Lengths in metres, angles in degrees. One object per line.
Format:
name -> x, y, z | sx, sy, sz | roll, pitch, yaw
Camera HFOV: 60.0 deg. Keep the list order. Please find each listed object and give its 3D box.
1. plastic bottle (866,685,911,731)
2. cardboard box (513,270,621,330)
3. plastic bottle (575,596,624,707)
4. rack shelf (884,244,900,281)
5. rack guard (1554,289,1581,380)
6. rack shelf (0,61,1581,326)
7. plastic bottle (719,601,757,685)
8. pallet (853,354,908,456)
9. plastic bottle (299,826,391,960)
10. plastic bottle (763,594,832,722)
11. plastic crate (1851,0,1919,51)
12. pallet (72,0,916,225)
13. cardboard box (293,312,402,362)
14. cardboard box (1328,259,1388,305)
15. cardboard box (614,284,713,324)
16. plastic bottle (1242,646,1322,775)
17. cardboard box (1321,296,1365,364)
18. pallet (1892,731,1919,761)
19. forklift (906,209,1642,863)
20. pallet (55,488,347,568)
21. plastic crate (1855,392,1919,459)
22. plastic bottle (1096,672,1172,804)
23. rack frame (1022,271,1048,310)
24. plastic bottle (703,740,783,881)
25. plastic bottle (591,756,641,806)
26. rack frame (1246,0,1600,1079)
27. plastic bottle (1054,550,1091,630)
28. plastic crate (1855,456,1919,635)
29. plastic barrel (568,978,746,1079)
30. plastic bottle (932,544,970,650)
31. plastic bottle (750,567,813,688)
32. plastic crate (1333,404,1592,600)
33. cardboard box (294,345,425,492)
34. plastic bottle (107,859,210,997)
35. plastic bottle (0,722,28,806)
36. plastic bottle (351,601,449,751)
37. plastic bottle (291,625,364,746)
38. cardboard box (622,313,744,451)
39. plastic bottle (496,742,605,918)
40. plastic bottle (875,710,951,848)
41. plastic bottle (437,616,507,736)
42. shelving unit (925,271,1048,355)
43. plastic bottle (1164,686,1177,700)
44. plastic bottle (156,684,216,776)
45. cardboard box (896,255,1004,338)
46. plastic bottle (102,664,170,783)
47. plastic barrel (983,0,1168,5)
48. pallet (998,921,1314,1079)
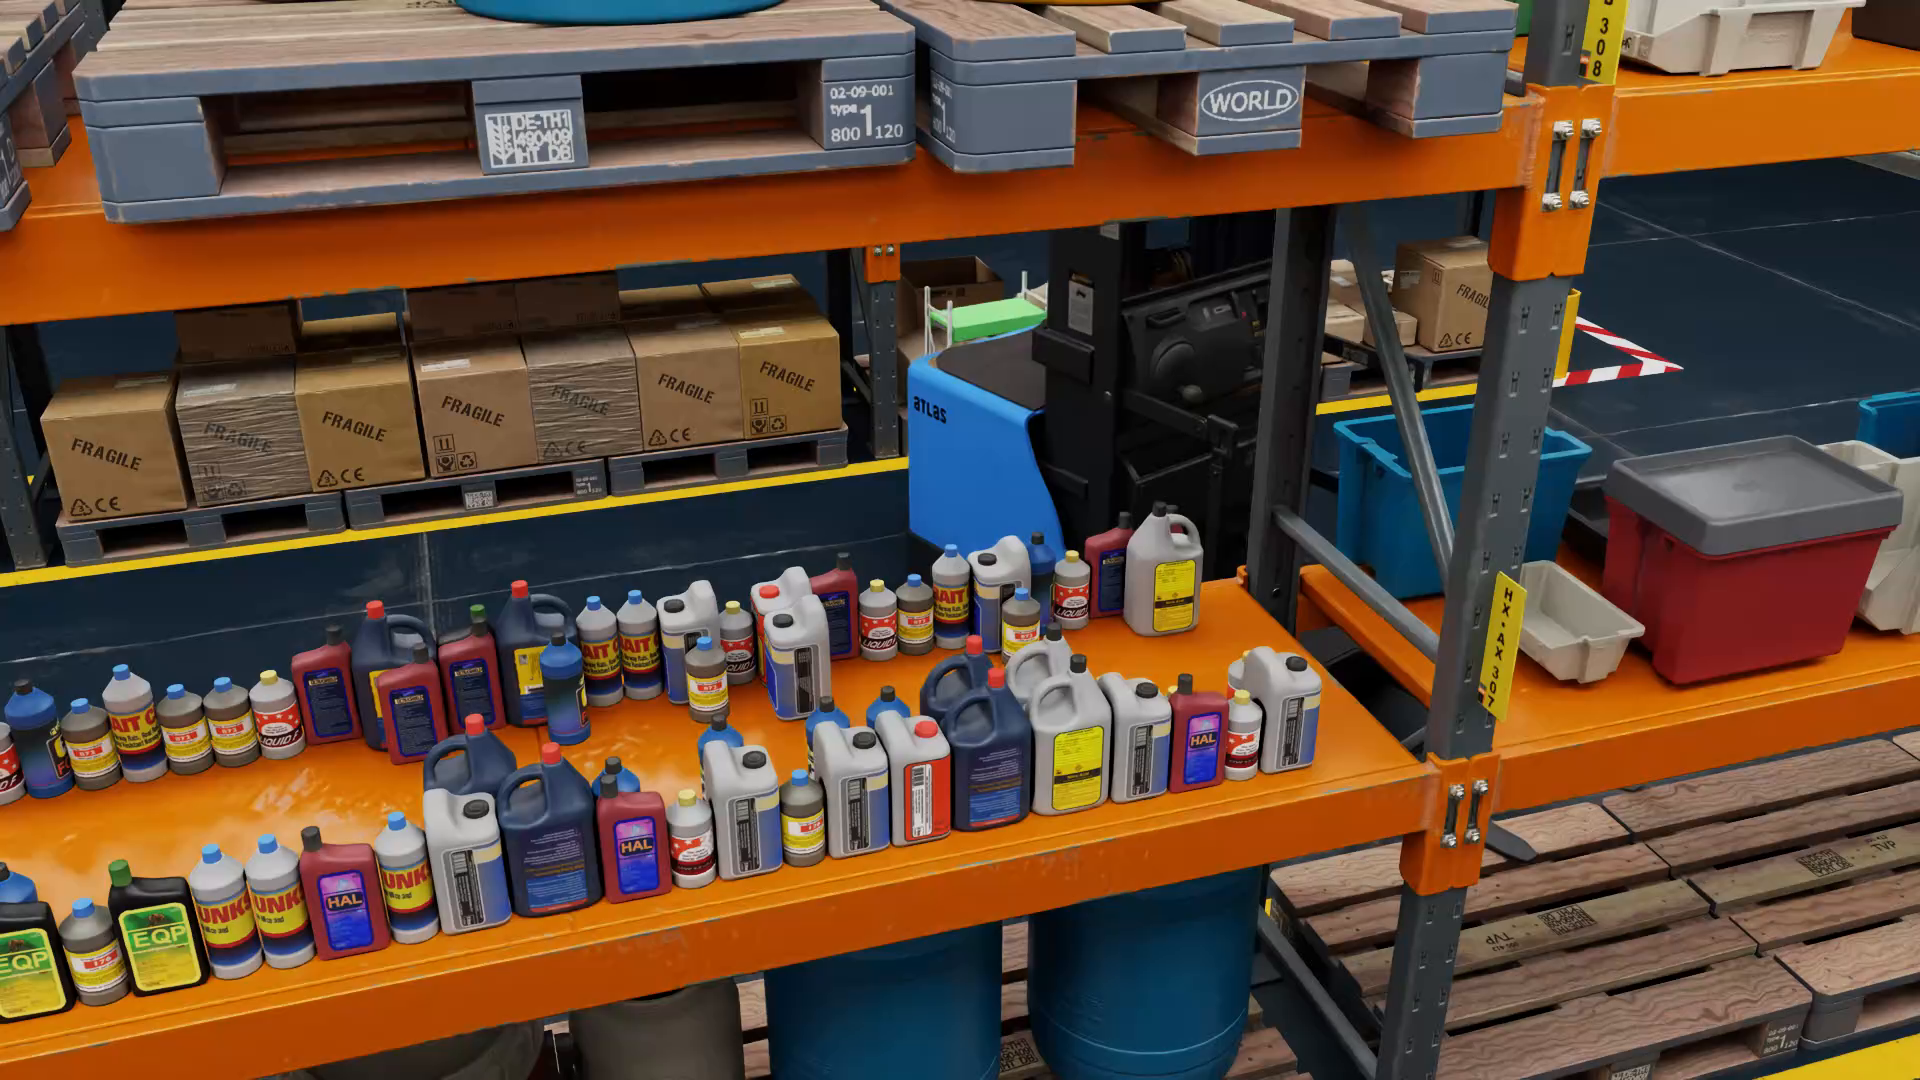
plastic bottle -> -0.155, 0.442, 3.632 | 0.097, 0.271, 0.097 | 0, 26, 0
cardboard box -> -2.014, -1.283, 8.435 | 0.500, 0.250, 0.500 | -8, 28, -16
plastic bottle -> -0.868, 0.261, 3.996 | 0.097, 0.271, 0.097 | 0, 26, 0
rack shelf -> 1.374, -1.924, 9.062 | 4.000, 0.370, 1.077 | -8, 28, -16
rack guard -> 3.203, -1.392, 9.992 | 0.348, 0.500, 1.175 | -8, 28, -16
rack shelf -> -0.899, -0.622, 3.066 | 4.000, 0.370, 1.077 | -8, 28, -16
plastic bottle -> -0.555, 0.247, 4.102 | 0.097, 0.201, 0.097 | 0, 26, 0
pallet -> 0.125, -0.816, 9.157 | 1.213, 0.211, 1.003 | -8, 28, -16
plastic bottle -> -1.176, 0.664, 3.171 | 0.133, 0.283, 0.061 | -8, 28, -16
plastic bottle -> -0.389, 0.274, 3.965 | 0.135, 0.276, 0.152 | -8, 28, -16
plastic crate -> 2.269, -1.217, 3.601 | 0.590, 0.269, 0.497 | -8, 28, -16
pallet -> -0.790, -0.829, 2.885 | 1.213, 0.211, 1.003 | -8, 28, -16
cardboard box -> -3.022, -0.797, 8.299 | 0.500, 0.500, 0.500 | -9, 28, -18
cardboard box -> 2.195, -1.464, 9.923 | 0.500, 0.250, 0.500 | -8, 28, -16
cardboard box -> -1.567, -1.007, 8.721 | 0.500, 0.500, 0.500 | -8, 27, -15
plastic bottle -> 0.728, 0.370, 3.771 | 0.135, 0.276, 0.152 | -8, 28, -16
cardboard box -> 1.922, -1.190, 9.372 | 0.500, 0.250, 0.500 | -8, 28, -16
pallet -> 4.010, 0.919, 5.662 | 1.213, 0.211, 1.003 | -8, 28, -16
forklift -> 1.084, -0.719, 5.902 | 1.130, 2.935, 3.031 | -20, 33, -34
pallet -> -3.610, -0.258, 8.033 | 1.213, 0.211, 1.003 | -8, 28, -16
plastic crate -> 2.932, -0.262, 5.025 | 0.300, 0.233, 0.416 | -8, 28, -16
plastic bottle -> 0.381, 0.420, 3.669 | 0.135, 0.276, 0.152 | -8, 28, -16
rack frame -> 0.341, -0.626, 7.662 | 0.015, 1.200, 0.240 | -13, 29, -24
plastic bottle -> -0.447, 0.540, 3.428 | 0.135, 0.276, 0.152 | -8, 28, -16
plastic bottle -> -0.695, 0.563, 3.388 | 0.097, 0.271, 0.097 | 0, 26, 0
rack frame -> 1.003, 0.124, 4.128 | 0.127, 3.000, 1.000 | -8, 28, -16
plastic bottle -> 0.291, 0.125, 4.349 | 0.097, 0.201, 0.097 | 0, 26, 0
plastic crate -> 2.512, 0.017, 4.408 | 0.530, 0.282, 0.437 | -8, 28, -16
plastic barrel -> -0.758, 1.255, 4.174 | 0.421, 0.512, 0.421 | 0, 26, 0
plastic bottle -> -0.022, 0.139, 4.242 | 0.097, 0.271, 0.097 | 0, 26, 0
plastic bottle -> -0.436, 0.209, 4.095 | 0.135, 0.276, 0.152 | -8, 28, -16
plastic crate -> 1.341, -0.105, 4.538 | 0.575, 0.384, 0.392 | -8, 28, -16
cardboard box -> -2.835, -0.581, 7.864 | 0.500, 0.500, 0.500 | -9, 28, -17
plastic bottle -> -1.488, 0.709, 3.080 | 0.133, 0.283, 0.061 | -8, 28, -16
plastic bottle -> -2.121, 0.474, 3.646 | 0.097, 0.201, 0.097 | 0, 26, 0
plastic bottle -> -1.297, 0.299, 3.831 | 0.185, 0.351, 0.144 | -8, 28, -16
plastic bottle -> -1.462, 0.333, 3.837 | 0.133, 0.283, 0.061 | -8, 28, -16
cardboard box -> -1.381, -0.795, 8.295 | 0.500, 0.500, 0.500 | -8, 28, -16
plastic bottle -> -0.818, 0.562, 3.300 | 0.185, 0.351, 0.144 | -8, 28, -16
plastic bottle -> -0.099, 0.490, 3.530 | 0.135, 0.276, 0.152 | -8, 28, -16
plastic bottle -> -1.140, 0.315, 3.873 | 0.133, 0.283, 0.061 | -8, 28, -16
shelving unit -> 0.123, -0.577, 7.563 | 0.503, 1.200, 0.258 | -13, 29, -24
plastic bottle -> 0.480, 0.424, 3.747 | 0.097, 0.201, 0.097 | 0, 26, 0
plastic bottle -> -1.751, 0.420, 3.754 | 0.097, 0.201, 0.097 | 0, 26, 0
cardboard box -> -0.074, -1.247, 9.205 | 0.500, 0.500, 0.500 | -8, 28, -16
plastic bottle -> -1.843, 0.402, 3.711 | 0.097, 0.271, 0.097 | 0, 26, 0
plastic barrel -> 0.198, -1.281, 2.900 | 0.600, 0.588, 0.600 | 0, 26, 0
pallet -> 0.256, 1.461, 4.569 | 1.213, 0.211, 1.003 | -8, 28, -16
